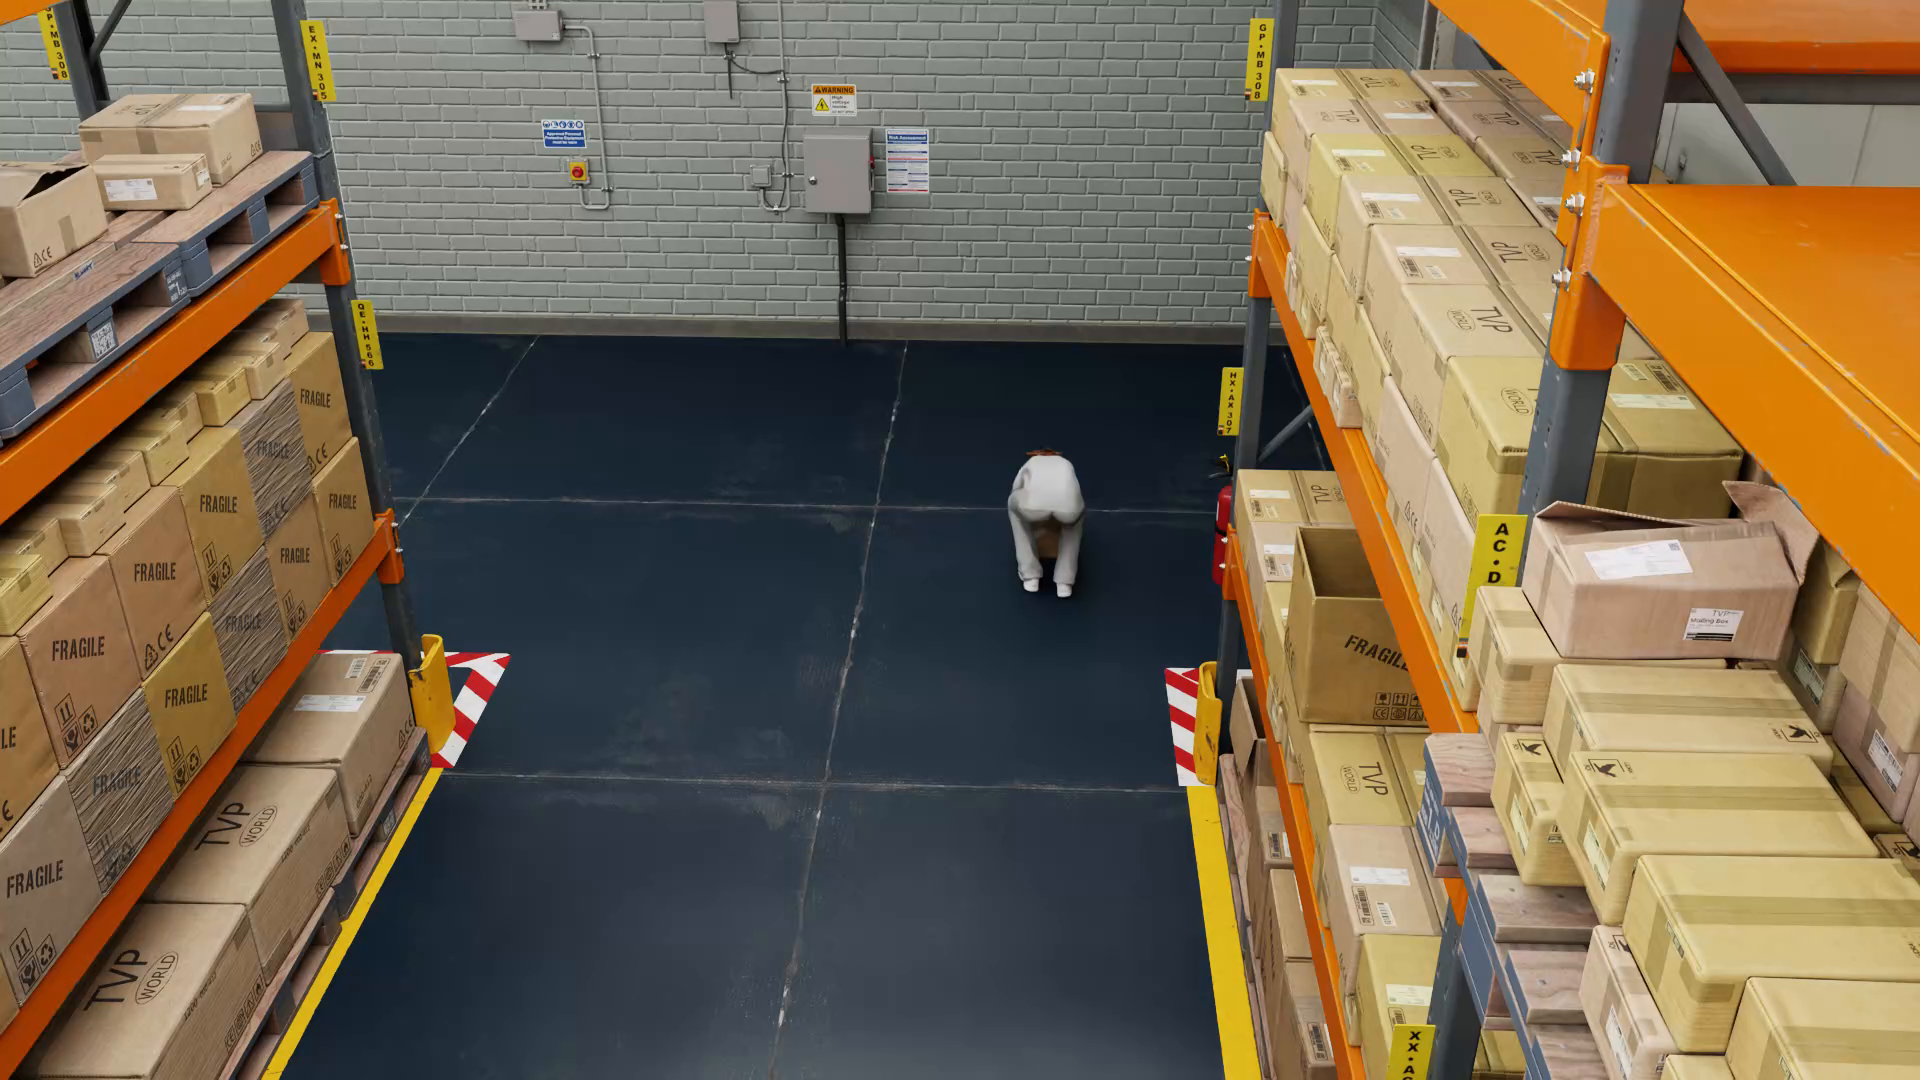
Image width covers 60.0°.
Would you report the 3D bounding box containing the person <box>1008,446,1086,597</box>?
[{"bbox_3d":[0.514,-0.147,9.832,0.463,0.825,0.859,0,28,0],"label":"person"}]
